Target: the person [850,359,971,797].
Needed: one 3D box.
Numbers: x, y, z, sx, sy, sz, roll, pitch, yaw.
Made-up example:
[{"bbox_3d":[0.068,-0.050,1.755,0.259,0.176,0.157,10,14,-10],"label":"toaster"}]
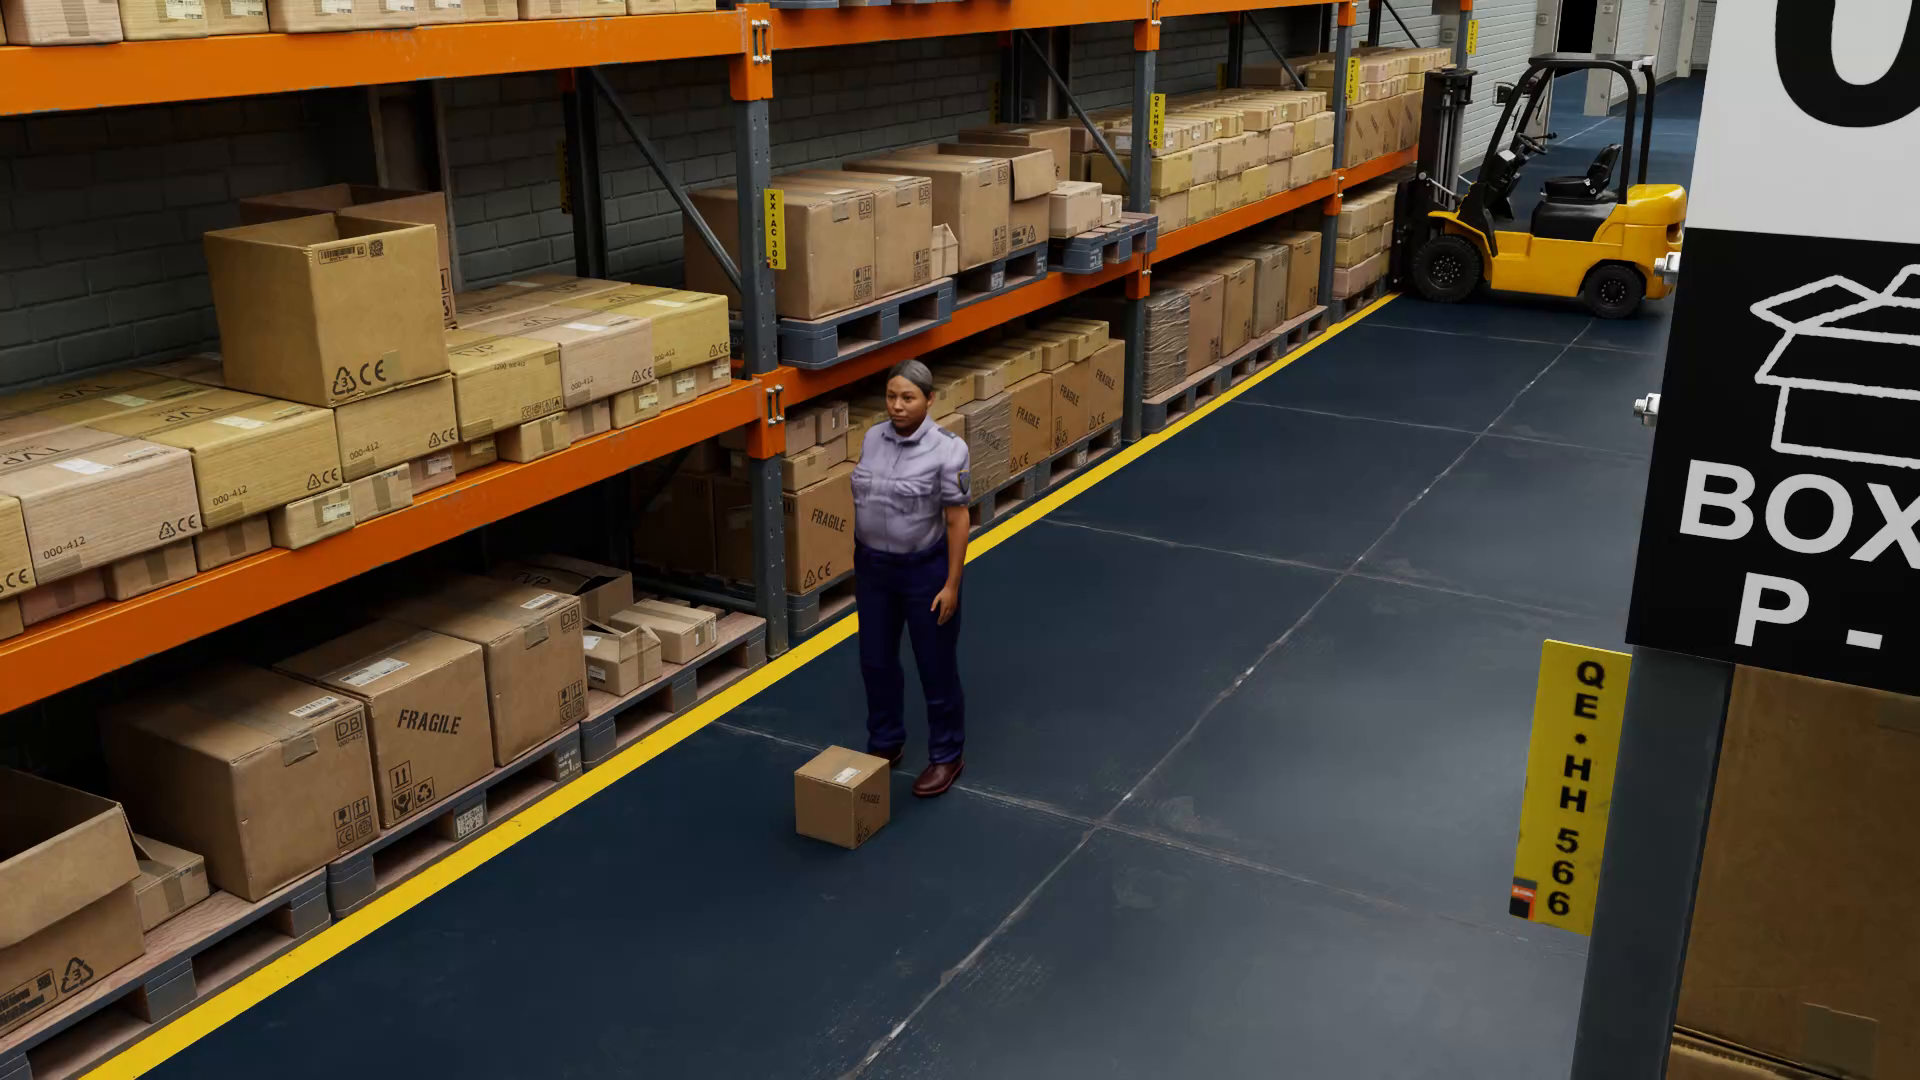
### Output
[{"bbox_3d":[-0.192,0.152,6.183,0.473,1.668,0.342,11,22,28],"label":"person"}]
